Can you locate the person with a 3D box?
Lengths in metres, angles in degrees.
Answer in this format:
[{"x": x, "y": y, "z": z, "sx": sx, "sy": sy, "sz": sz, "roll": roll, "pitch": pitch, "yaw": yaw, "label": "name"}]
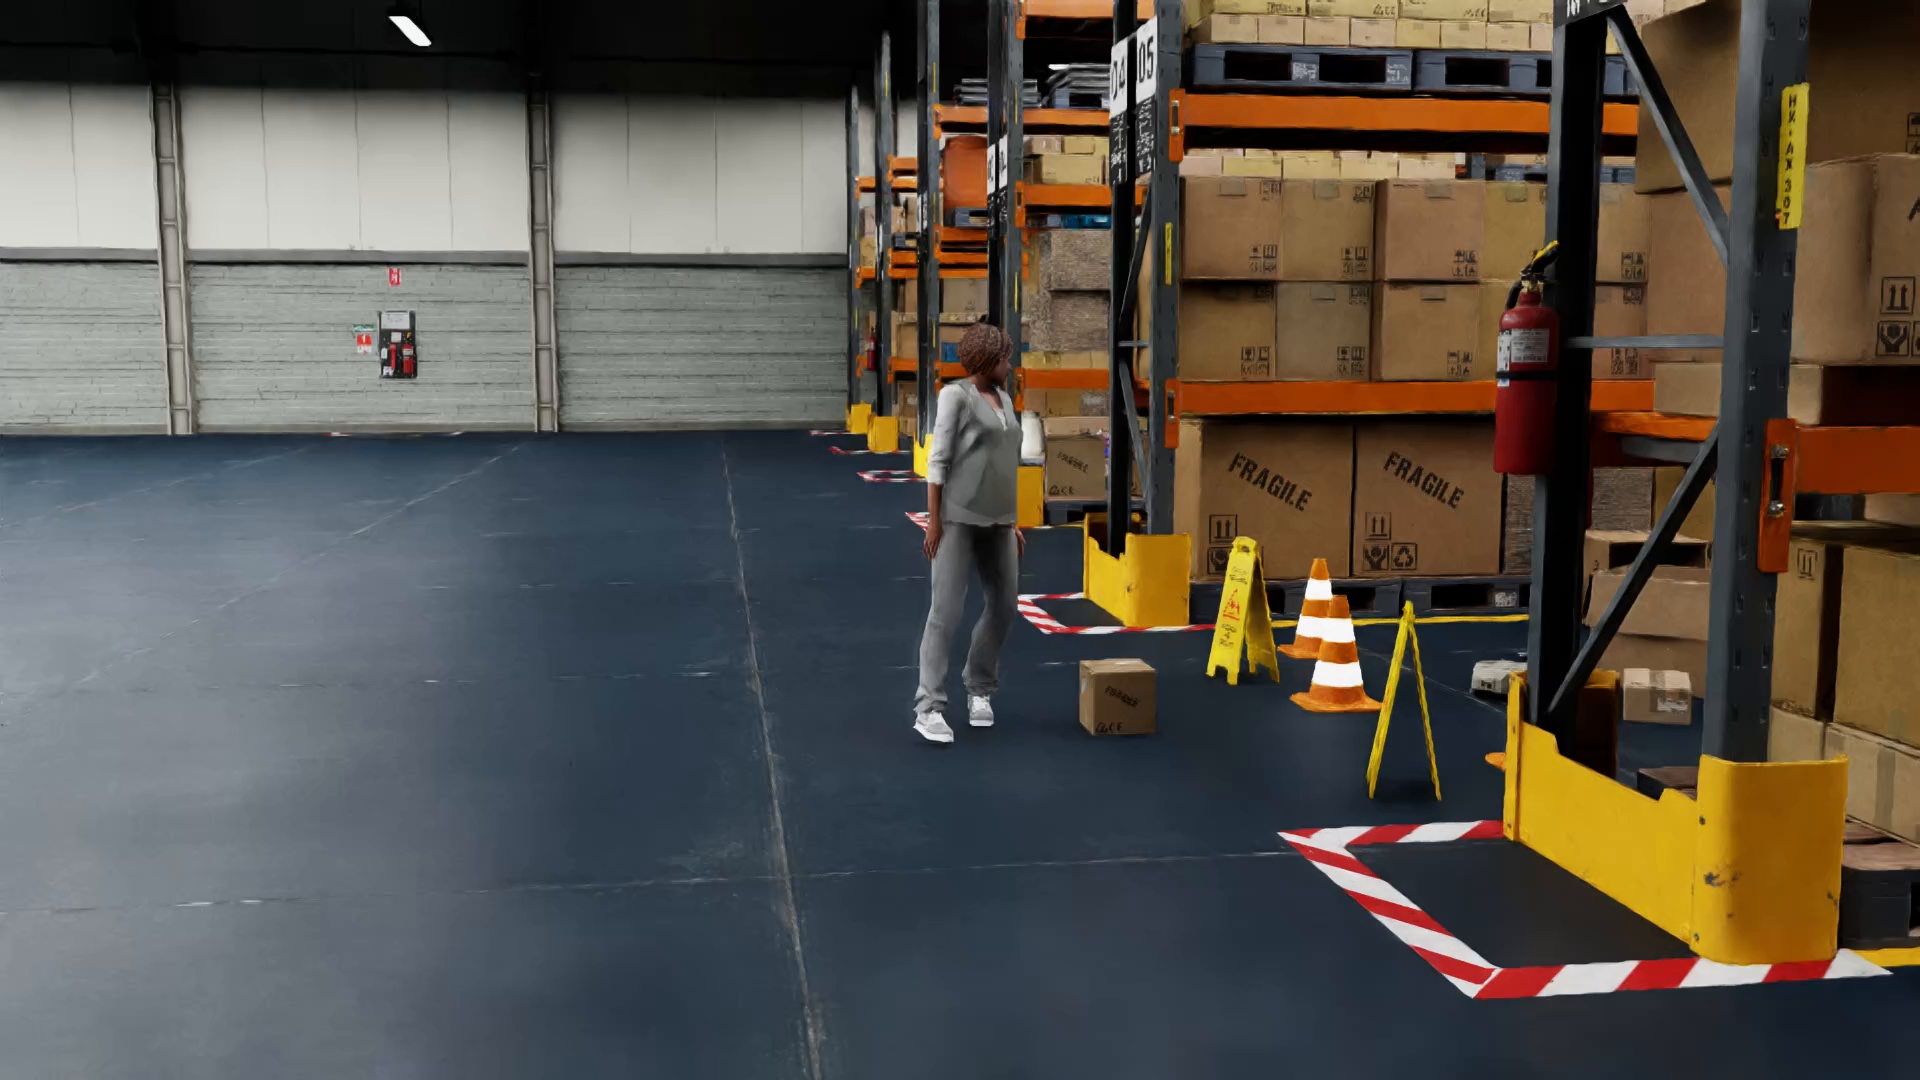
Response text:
[{"x": 0.020, "y": -0.036, "z": 6.436, "sx": 0.573, "sy": 1.584, "sz": 0.375, "roll": -6, "pitch": 9, "yaw": -43, "label": "person"}]
